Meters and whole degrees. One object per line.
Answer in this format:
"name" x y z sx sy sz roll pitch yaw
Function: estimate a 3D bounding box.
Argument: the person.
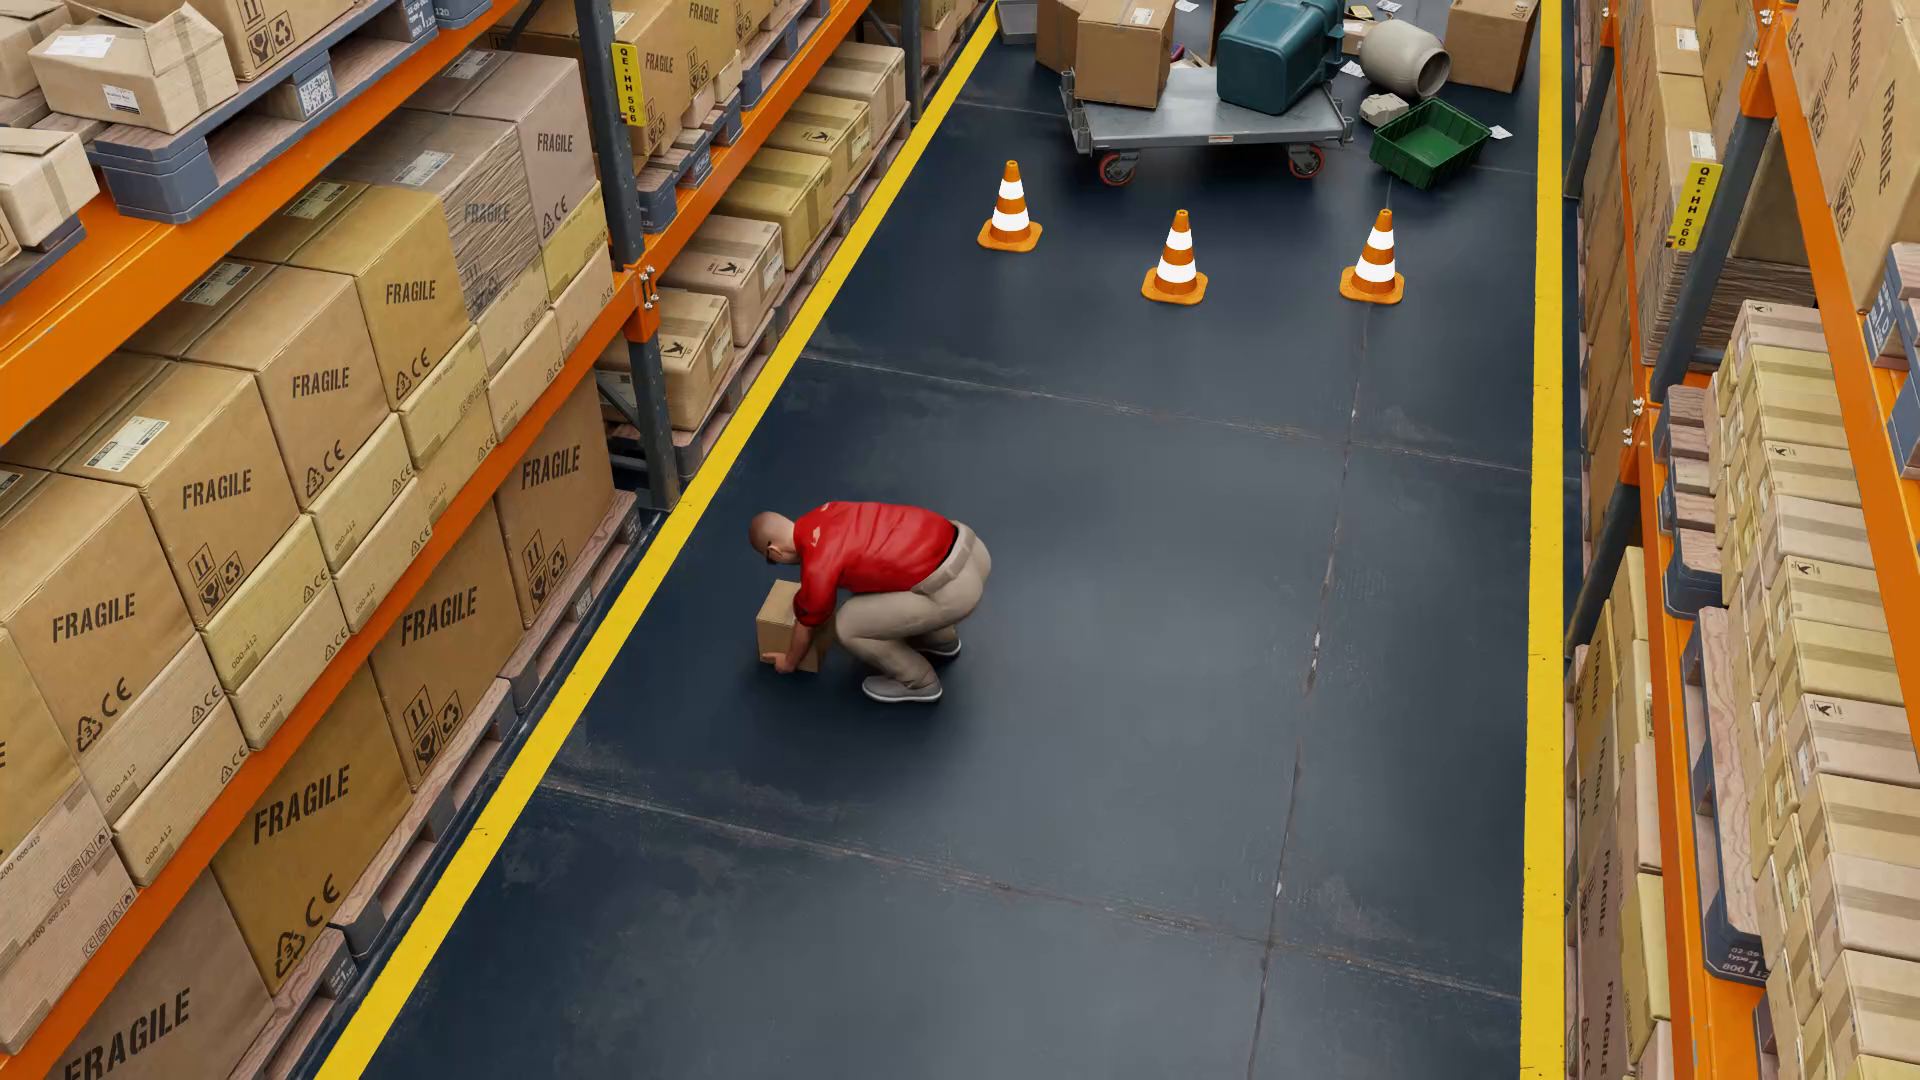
"person" -0.361 0.224 6.658 0.948 0.795 0.531 9 42 10
